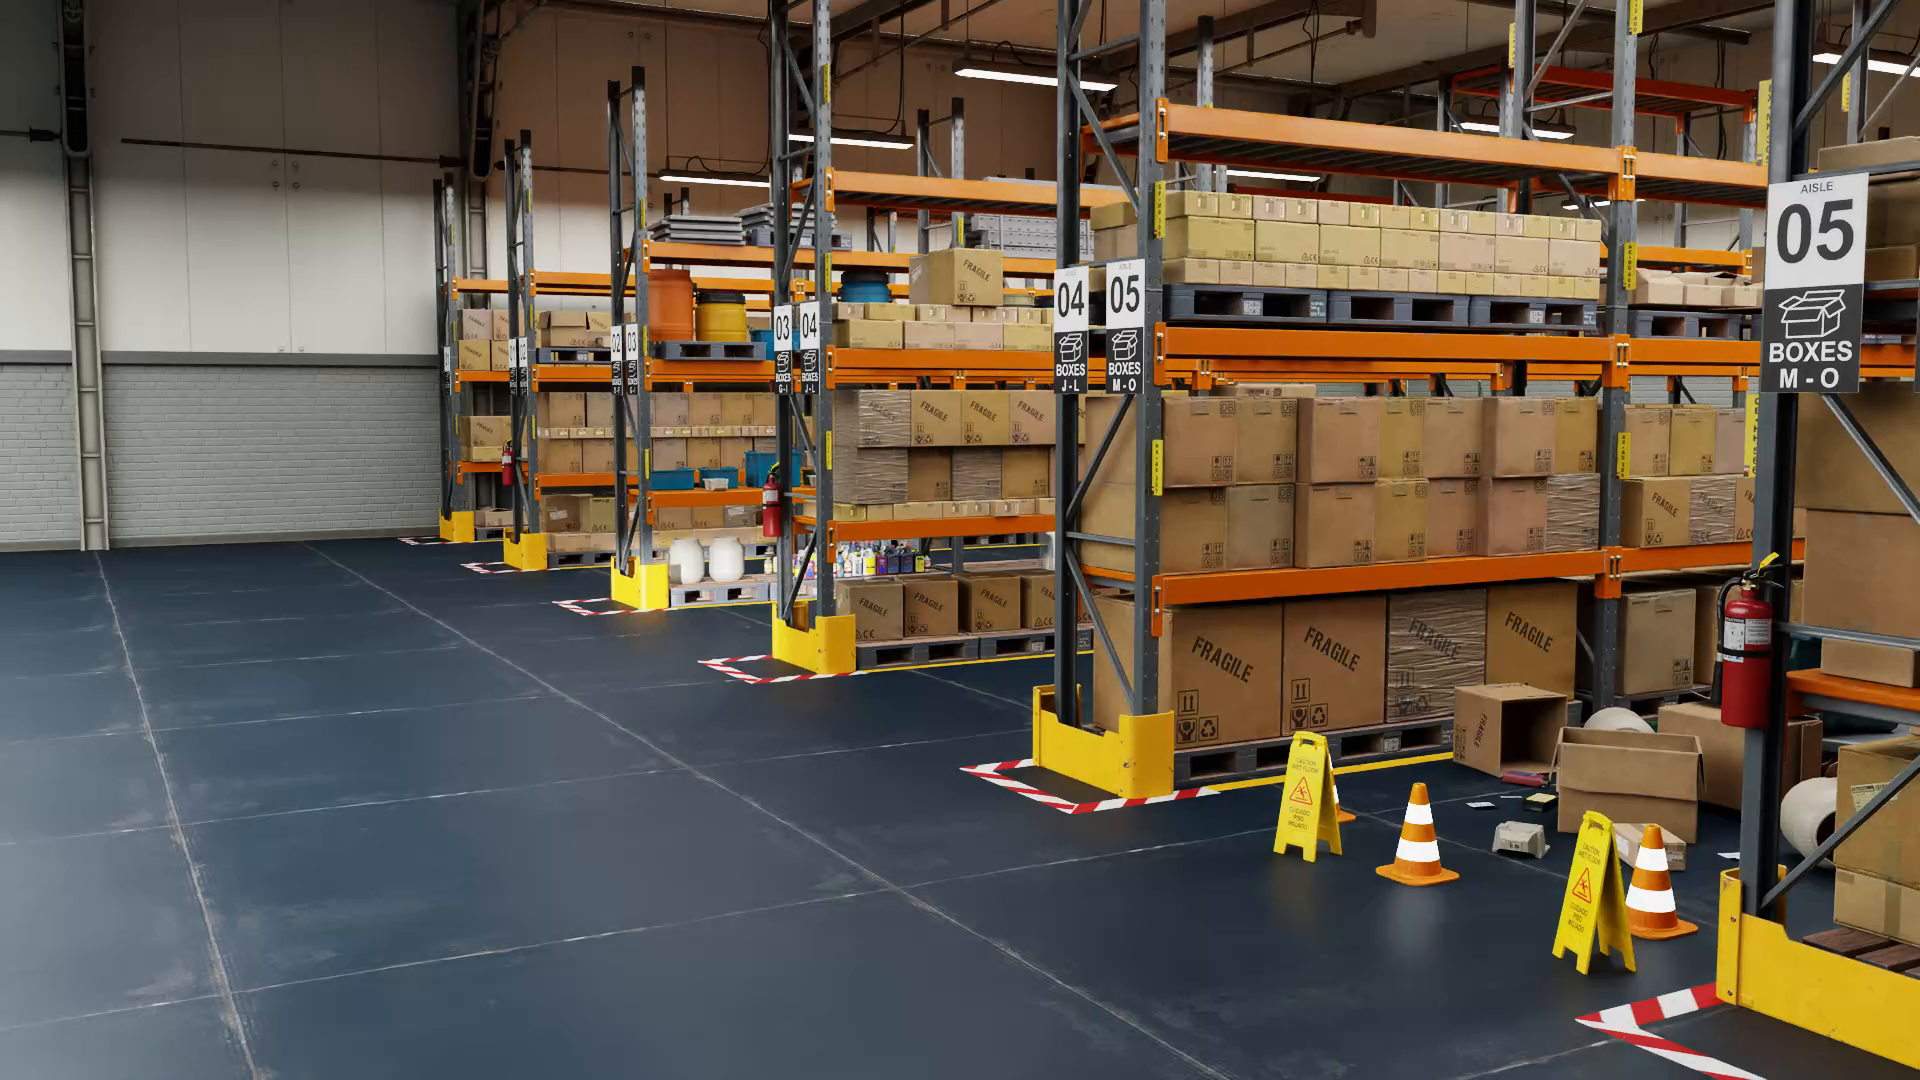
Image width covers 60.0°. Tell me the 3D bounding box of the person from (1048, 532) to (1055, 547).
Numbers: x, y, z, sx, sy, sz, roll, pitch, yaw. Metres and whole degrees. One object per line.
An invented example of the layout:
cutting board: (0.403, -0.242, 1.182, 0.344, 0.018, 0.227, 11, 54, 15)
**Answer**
person: (1.364, 0.046, 18.331, 0.824, 1.534, 0.483, -3, 6, -30)
